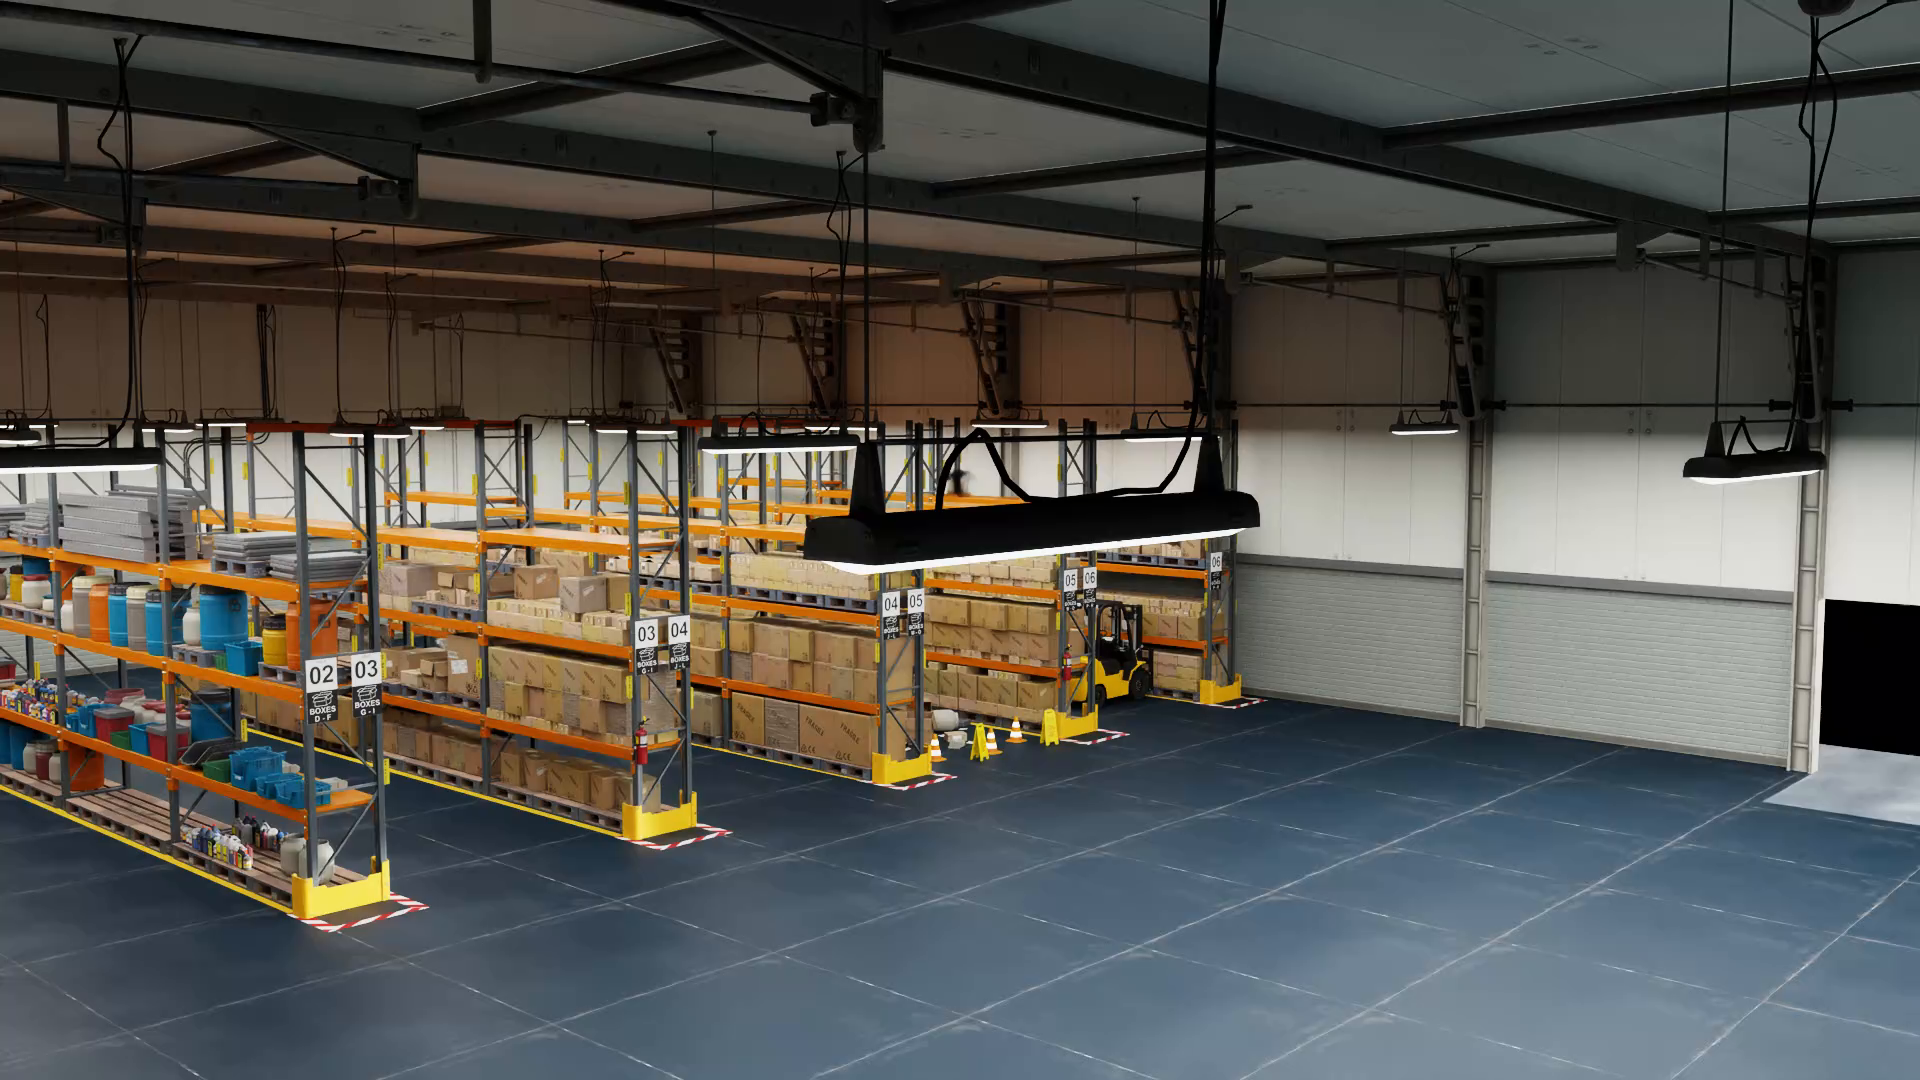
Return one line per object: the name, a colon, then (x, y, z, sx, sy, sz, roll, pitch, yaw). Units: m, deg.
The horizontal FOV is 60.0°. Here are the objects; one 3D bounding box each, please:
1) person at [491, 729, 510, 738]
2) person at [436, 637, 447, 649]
person: (-8.415, 3.088, 30.775, 0.822, 1.471, 0.585, 1, 5, 15)
person: (-12.674, 2.154, 40.679, 0.685, 1.710, 0.958, 3, 6, 33)
